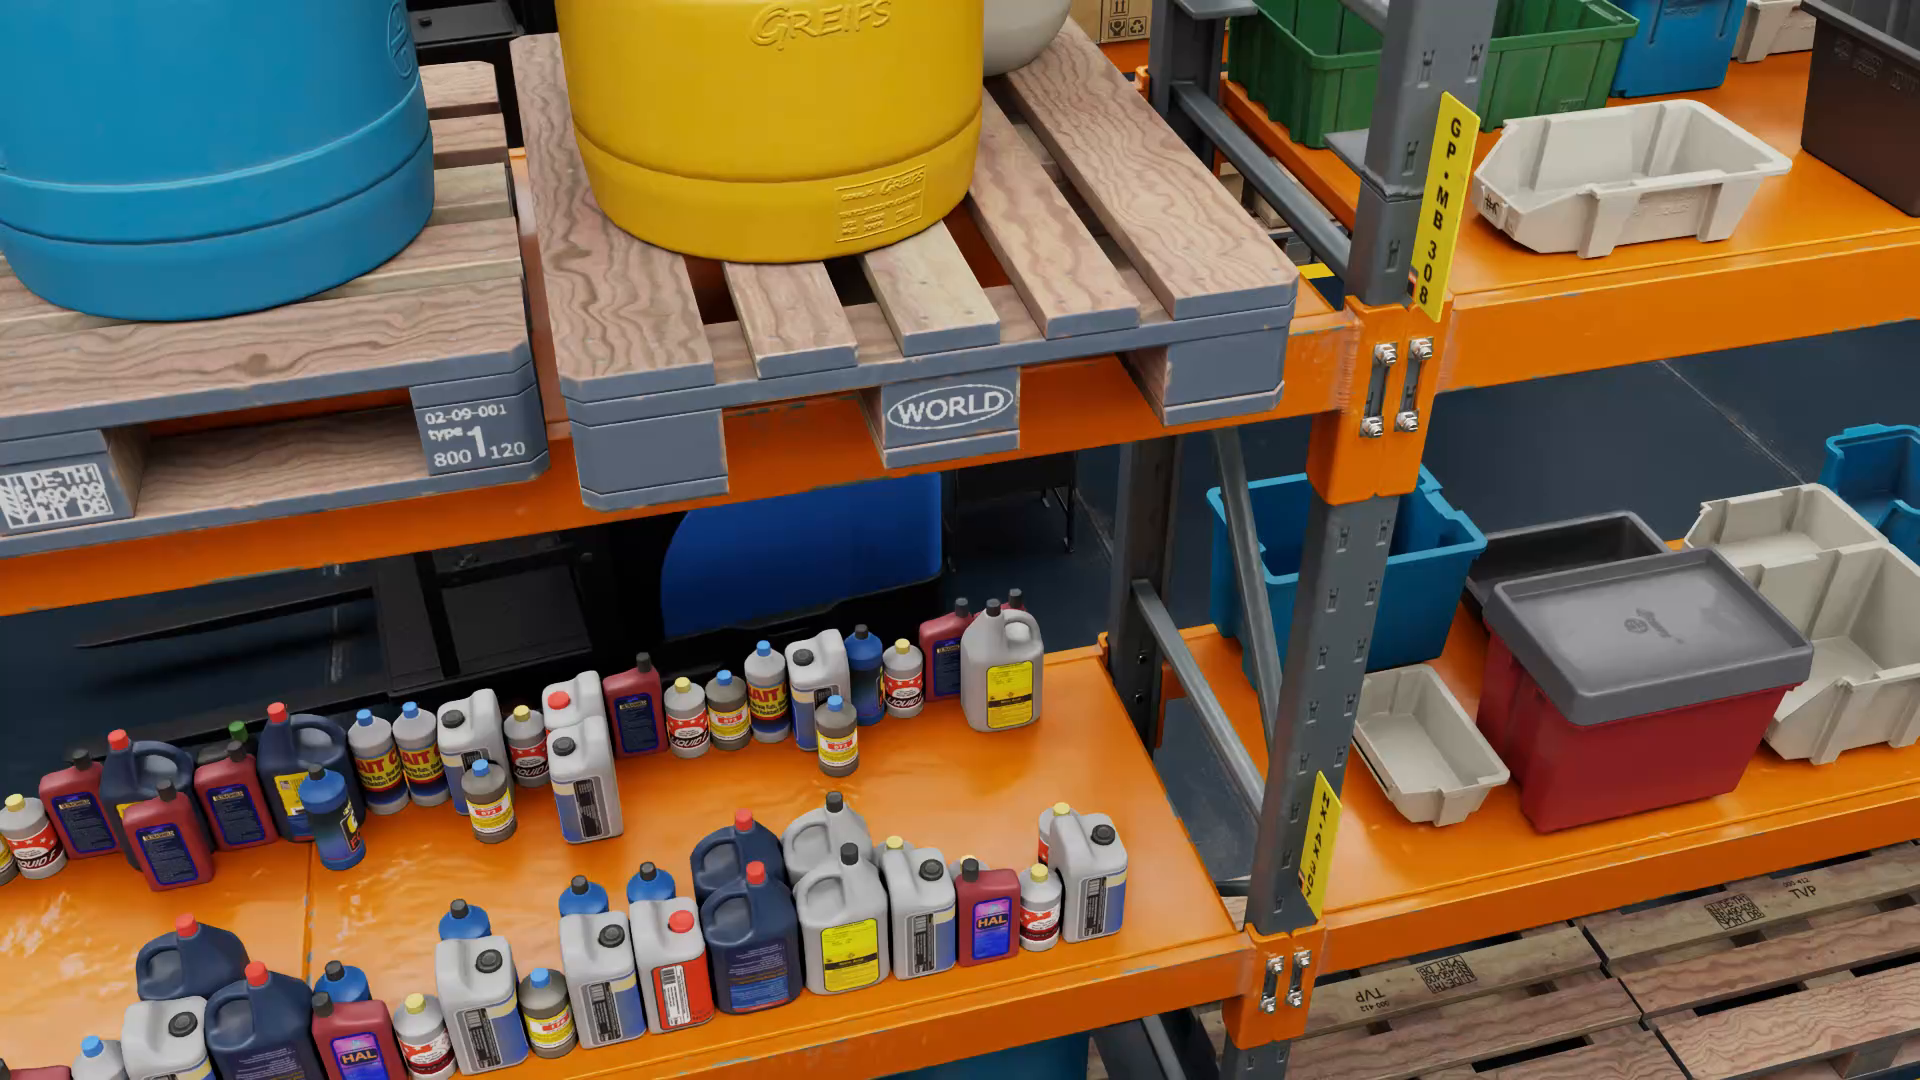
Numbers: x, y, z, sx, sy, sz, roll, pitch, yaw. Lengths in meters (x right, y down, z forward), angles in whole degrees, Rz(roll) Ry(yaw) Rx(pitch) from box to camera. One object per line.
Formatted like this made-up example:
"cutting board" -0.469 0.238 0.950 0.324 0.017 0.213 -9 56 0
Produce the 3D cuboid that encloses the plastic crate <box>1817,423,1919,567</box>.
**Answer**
"plastic crate" 2.540 -0.100 4.500 0.300 0.233 0.416 -9 38 -12

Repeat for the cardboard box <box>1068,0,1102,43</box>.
"cardboard box" 0.332 -2.561 7.547 0.500 0.500 0.500 -9 38 -11

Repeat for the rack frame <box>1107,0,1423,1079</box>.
"rack frame" 0.563 0.389 3.773 0.127 3.000 1.000 -9 38 -12

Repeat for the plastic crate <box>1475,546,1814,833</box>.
"plastic crate" 1.491 0.345 3.728 0.583 0.464 0.402 -9 38 -12

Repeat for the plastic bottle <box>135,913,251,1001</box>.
"plastic bottle" -1.472 0.853 3.207 0.185 0.351 0.144 -9 38 -12

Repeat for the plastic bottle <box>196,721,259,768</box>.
"plastic bottle" -1.608 0.523 3.693 0.133 0.283 0.061 -9 38 -12

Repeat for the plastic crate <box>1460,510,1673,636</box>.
"plastic crate" 1.574 0.139 4.276 0.590 0.125 0.437 -9 38 -12

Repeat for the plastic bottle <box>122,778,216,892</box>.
"plastic bottle" -1.700 0.629 3.555 0.133 0.283 0.061 -9 38 -12

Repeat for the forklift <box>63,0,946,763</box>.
"forklift" -1.626 -0.769 5.343 3.031 2.935 1.130 -13 39 -16

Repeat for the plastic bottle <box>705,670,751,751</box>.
"plastic bottle" -0.549 0.393 3.931 0.097 0.201 0.097 0 37 0

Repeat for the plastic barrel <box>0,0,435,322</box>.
"plastic barrel" -1.044 -0.808 2.111 0.708 0.901 0.600 -9 38 -12

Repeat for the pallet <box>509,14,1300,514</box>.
"pallet" -0.168 -0.546 2.682 1.003 0.211 1.213 -9 38 -12

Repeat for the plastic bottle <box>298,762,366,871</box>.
"plastic bottle" -1.370 0.591 3.615 0.097 0.271 0.097 0 37 0

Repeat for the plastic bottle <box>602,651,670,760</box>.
"plastic bottle" -0.759 0.384 3.876 0.133 0.283 0.061 -9 38 -12

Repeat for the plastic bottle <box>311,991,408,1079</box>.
"plastic bottle" -1.138 0.946 3.140 0.133 0.283 0.061 -9 38 -12

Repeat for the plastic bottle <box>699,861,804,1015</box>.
"plastic bottle" -0.417 0.775 3.308 0.185 0.351 0.144 -9 38 -12

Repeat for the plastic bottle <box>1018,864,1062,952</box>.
"plastic bottle" 0.162 0.754 3.459 0.097 0.201 0.097 0 37 0

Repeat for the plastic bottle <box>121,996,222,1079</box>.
"plastic bottle" -1.457 0.973 3.111 0.135 0.276 0.152 -9 38 -12

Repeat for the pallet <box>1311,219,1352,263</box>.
"pallet" 2.294 -1.904 9.066 1.213 0.211 1.003 -9 38 -12

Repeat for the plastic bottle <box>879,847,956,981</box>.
"plastic bottle" -0.086 0.748 3.405 0.135 0.276 0.152 -9 38 -12

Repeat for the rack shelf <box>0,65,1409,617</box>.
"rack shelf" -1.367 -0.200 2.666 4.000 0.370 1.077 -9 38 -12

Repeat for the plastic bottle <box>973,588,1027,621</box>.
"plastic bottle" 0.098 0.243 4.059 0.133 0.283 0.061 -9 38 -12

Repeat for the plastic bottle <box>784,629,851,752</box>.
"plastic bottle" -0.336 0.346 3.931 0.135 0.276 0.152 -9 38 -12

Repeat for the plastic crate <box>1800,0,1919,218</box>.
"plastic crate" 1.834 -0.787 2.948 0.590 0.269 0.497 -9 38 -12

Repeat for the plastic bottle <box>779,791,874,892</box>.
"plastic bottle" -0.276 0.661 3.457 0.185 0.351 0.144 -9 38 -12

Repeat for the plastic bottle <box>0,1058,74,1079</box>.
"plastic bottle" -1.669 1.034 3.026 0.133 0.283 0.061 -9 38 -12

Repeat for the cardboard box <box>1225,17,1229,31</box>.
"cardboard box" 1.306 -2.720 7.755 0.500 0.500 0.500 -10 39 -13

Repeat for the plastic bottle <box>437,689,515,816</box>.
"plastic bottle" -1.101 0.471 3.767 0.135 0.276 0.152 -9 38 -12

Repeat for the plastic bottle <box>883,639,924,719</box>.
"plastic bottle" -0.137 0.326 4.019 0.097 0.201 0.097 0 37 0

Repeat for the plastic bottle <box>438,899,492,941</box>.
"plastic bottle" -0.977 0.818 3.318 0.097 0.271 0.097 0 37 0

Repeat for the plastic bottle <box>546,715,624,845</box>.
"plastic bottle" -0.837 0.524 3.698 0.135 0.276 0.152 -9 38 -12

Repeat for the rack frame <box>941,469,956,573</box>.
"rack frame" -0.076 -0.822 6.096 0.015 2.100 0.400 -9 38 -12

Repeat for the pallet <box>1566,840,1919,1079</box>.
"pallet" 2.443 1.162 5.058 1.213 0.211 1.003 -9 38 -12

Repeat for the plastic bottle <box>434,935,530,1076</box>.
"plastic bottle" -0.926 0.886 3.225 0.135 0.276 0.152 -9 38 -12

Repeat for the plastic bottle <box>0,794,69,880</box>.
"plastic bottle" -2.022 0.635 3.615 0.097 0.201 0.097 0 37 0

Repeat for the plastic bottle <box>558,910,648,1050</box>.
"plastic bottle" -0.702 0.849 3.273 0.135 0.276 0.152 -9 38 -12

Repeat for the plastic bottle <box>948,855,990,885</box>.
"plastic bottle" 0.018 0.740 3.478 0.097 0.201 0.097 0 37 0

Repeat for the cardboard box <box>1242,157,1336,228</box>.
"cardboard box" 1.752 -1.870 8.627 0.500 0.250 0.500 -9 38 -12

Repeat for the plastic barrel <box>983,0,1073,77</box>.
"plastic barrel" -0.010 -1.087 2.776 0.433 0.535 0.433 0 37 0

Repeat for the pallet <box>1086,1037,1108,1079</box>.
"pallet" -0.192 1.594 4.492 1.213 0.211 1.003 -9 38 -12

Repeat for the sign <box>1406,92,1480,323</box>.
"sign" 0.705 -0.483 2.437 0.005 0.325 0.100 -9 38 -12

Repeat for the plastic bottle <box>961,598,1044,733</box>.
"plastic bottle" 0.100 0.280 3.955 0.185 0.351 0.144 -9 38 -12

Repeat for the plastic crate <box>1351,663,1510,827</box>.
"plastic crate" 1.050 0.480 3.822 0.243 0.136 0.396 -9 38 -12

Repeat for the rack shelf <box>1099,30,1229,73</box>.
"rack shelf" 1.206 -2.548 8.205 4.000 0.370 1.077 -9 38 -12

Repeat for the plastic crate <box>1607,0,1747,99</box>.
"plastic crate" 1.359 -1.068 3.346 0.300 0.233 0.416 -9 38 -12

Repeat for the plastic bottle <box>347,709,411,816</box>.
"plastic bottle" -1.314 0.491 3.745 0.097 0.271 0.097 0 37 0

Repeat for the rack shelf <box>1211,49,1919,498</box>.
"rack shelf" 2.494 -0.834 3.494 4.000 0.370 1.077 -9 38 -12

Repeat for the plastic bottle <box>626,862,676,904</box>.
"plastic bottle" -0.623 0.760 3.394 0.097 0.271 0.097 0 37 0

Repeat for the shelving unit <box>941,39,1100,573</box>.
"shelving unit" 0.160 -0.860 6.146 0.503 2.100 0.431 -9 38 -12
